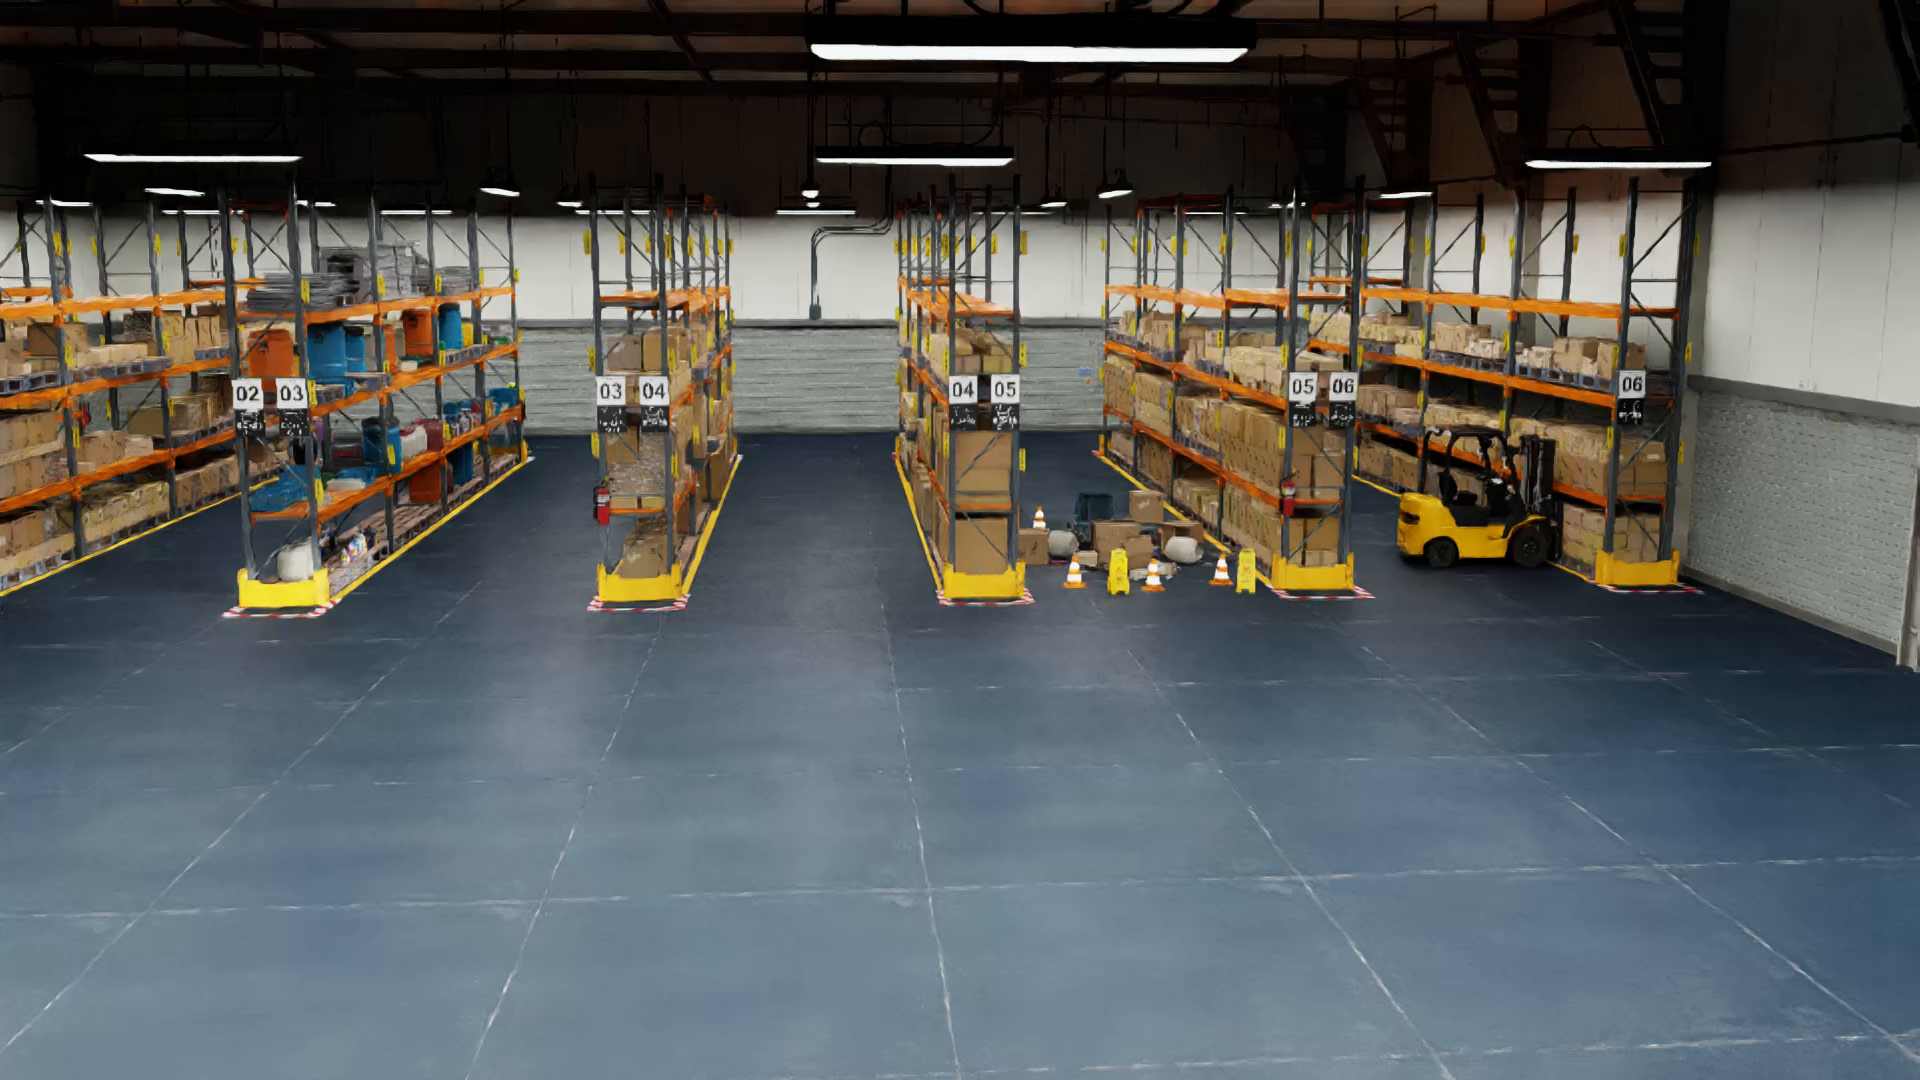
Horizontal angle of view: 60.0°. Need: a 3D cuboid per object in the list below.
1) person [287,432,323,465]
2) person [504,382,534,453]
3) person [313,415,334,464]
[{"bbox_3d":[-12.797,-1.516,32.518,0.677,1.674,0.534,-1,10,-7],"label":"person"},{"bbox_3d":[-10.760,-2.939,40.205,0.535,1.756,0.719,5,11,27],"label":"person"},{"bbox_3d":[-14.179,-2.196,37.001,0.417,1.407,1.037,0,10,-2],"label":"person"}]
